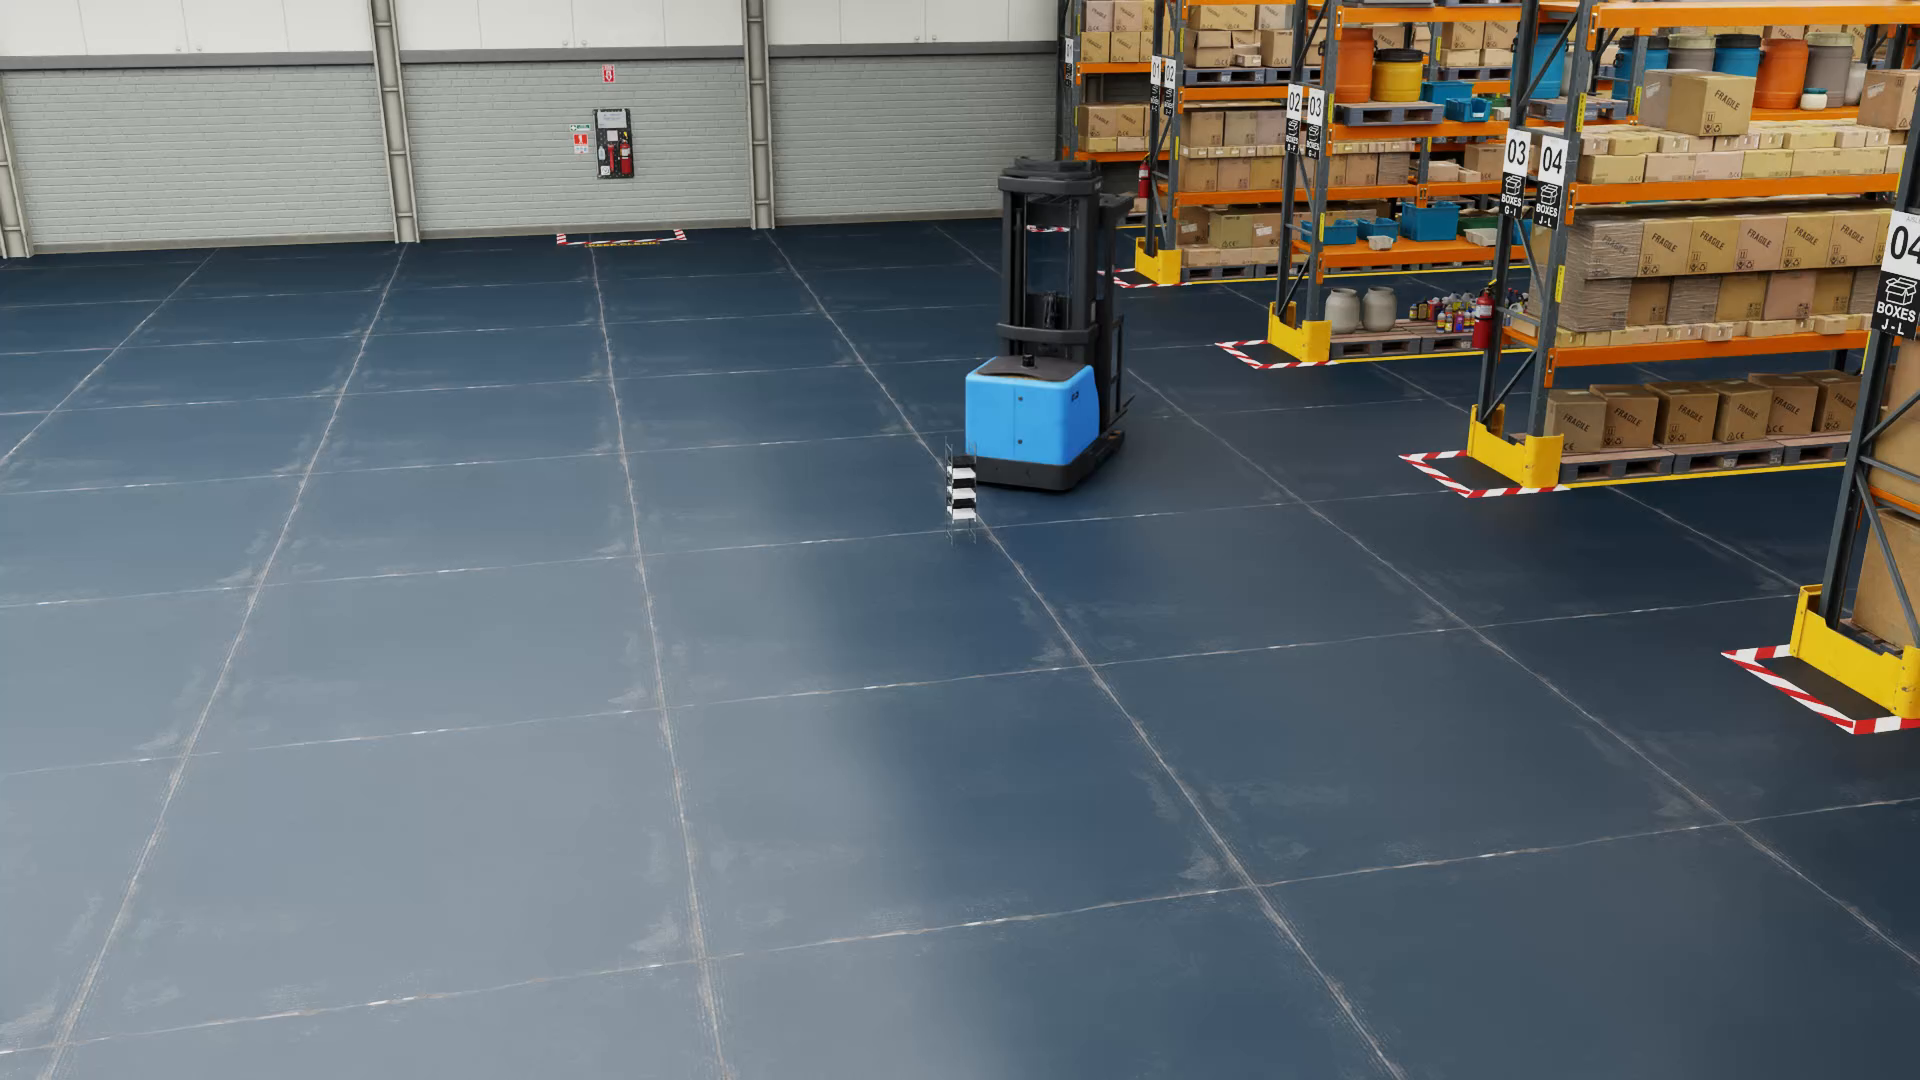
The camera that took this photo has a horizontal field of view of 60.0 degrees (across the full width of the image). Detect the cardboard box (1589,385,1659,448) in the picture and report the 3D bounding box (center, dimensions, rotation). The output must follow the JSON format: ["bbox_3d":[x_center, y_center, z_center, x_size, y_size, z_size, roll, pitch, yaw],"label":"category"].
[{"bbox_3d":[6.475,-1.216,16.298,0.500,0.500,0.500,1,20,2],"label":"cardboard box"}]

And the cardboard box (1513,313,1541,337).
[{"bbox_3d":[5.519,-2.064,15.953,0.250,0.149,0.380,-5,21,-12],"label":"cardboard box"}]

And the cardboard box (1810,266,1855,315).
[{"bbox_3d":[8.235,-2.551,16.339,0.500,0.500,0.875,-5,21,-12],"label":"cardboard box"}]

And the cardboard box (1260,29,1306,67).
[{"bbox_3d":[4.692,-7.165,24.192,0.500,0.500,0.500,-5,21,-12],"label":"cardboard box"}]

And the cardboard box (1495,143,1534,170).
[{"bbox_3d":[8.657,-5.907,25.933,0.500,0.500,0.500,-5,21,-12],"label":"cardboard box"}]

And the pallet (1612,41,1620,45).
[{"bbox_3d":[12.667,-9.244,31.105,1.217,0.209,0.805,-5,21,-15],"label":"pallet"}]

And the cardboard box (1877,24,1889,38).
[{"bbox_3d":[15.156,-8.332,26.741,0.500,0.500,0.700,-5,21,-12],"label":"cardboard box"}]

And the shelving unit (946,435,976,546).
[{"bbox_3d":[0.008,-0.423,14.162,0.210,0.900,0.258,-5,21,-12],"label":"shelving unit"}]

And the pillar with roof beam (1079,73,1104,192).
[{"bbox_3d":[3.343,-8.785,25.215,0.400,9.000,9.100,-5,21,-12],"label":"pillar with roof beam"}]

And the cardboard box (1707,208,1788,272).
[{"bbox_3d":[7.347,-2.818,15.614,0.500,0.500,0.500,-5,21,-12],"label":"cardboard box"}]

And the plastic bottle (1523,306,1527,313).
[{"bbox_3d":[7.146,-2.806,20.924,0.133,0.283,0.061,-3,20,-9],"label":"plastic bottle"}]

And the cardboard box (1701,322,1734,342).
[{"bbox_3d":[7.104,-2.001,15.782,0.250,0.149,0.380,-5,21,-12],"label":"cardboard box"}]

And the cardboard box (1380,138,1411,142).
[{"bbox_3d":[6.476,-6.342,25.235,0.500,0.500,0.700,-5,21,-12],"label":"cardboard box"}]

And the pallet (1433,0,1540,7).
[{"bbox_3d":[6.057,-6.433,19.649,1.213,0.211,1.003,-5,21,-12],"label":"pallet"}]

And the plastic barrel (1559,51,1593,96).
[{"bbox_3d":[7.578,-5.755,20.529,0.421,0.512,0.421,0,20,0],"label":"plastic barrel"}]

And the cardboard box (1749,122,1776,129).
[{"bbox_3d":[7.534,-3.894,15.861,0.250,0.149,0.380,-5,21,-14],"label":"cardboard box"}]

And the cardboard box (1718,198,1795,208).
[{"bbox_3d":[7.713,-3.033,16.202,0.500,0.500,0.500,-5,21,-12],"label":"cardboard box"}]

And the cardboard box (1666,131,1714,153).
[{"bbox_3d":[6.621,-3.625,15.126,0.250,0.149,0.380,-5,21,-13],"label":"cardboard box"}]

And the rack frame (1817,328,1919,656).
[{"bbox_3d":[6.332,-0.422,11.106,0.127,3.000,1.000,-5,21,-12],"label":"rack frame"}]

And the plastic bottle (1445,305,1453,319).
[{"bbox_3d":[6.269,-2.914,21.338,0.097,0.201,0.097,0,20,0],"label":"plastic bottle"}]

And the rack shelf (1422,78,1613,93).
[{"bbox_3d":[8.852,-6.952,25.617,4.000,0.370,1.077,-5,21,-12],"label":"rack shelf"}]

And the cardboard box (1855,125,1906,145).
[{"bbox_3d":[8.651,-3.819,15.657,0.250,0.149,0.380,-4,21,-12],"label":"cardboard box"}]

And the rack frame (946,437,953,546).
[{"bbox_3d":[-0.091,-0.415,14.140,0.006,0.900,0.240,-5,21,-12],"label":"rack frame"}]

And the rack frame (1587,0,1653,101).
[{"bbox_3d":[8.042,-6.882,20.018,0.127,3.000,1.000,-5,21,-12],"label":"rack frame"}]

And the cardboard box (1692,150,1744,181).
[{"bbox_3d":[6.801,-3.461,15.258,0.500,0.250,0.500,-5,21,-13],"label":"cardboard box"}]

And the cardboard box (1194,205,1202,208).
[{"bbox_3d":[4.201,-6.129,30.190,0.250,0.149,0.380,-6,21,-17],"label":"cardboard box"}]

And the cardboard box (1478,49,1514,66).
[{"bbox_3d":[8.042,-7.348,25.260,0.500,0.250,0.500,-7,21,-18],"label":"cardboard box"}]

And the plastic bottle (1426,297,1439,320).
[{"bbox_3d":[6.087,-2.979,21.405,0.135,0.276,0.152,-4,21,-12],"label":"plastic bottle"}]

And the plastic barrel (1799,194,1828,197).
[{"bbox_3d":[10.983,-4.281,21.478,0.421,0.512,0.421,0,20,0],"label":"plastic barrel"}]

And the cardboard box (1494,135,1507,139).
[{"bbox_3d":[10.029,-7.538,30.866,0.250,0.149,0.380,-5,21,-13],"label":"cardboard box"}]

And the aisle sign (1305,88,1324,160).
[{"bbox_3d":[4.147,-4.865,19.455,0.004,0.787,0.394,-5,21,-12],"label":"aisle sign"}]

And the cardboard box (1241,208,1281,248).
[{"bbox_3d":[4.556,-4.717,25.127,0.500,0.500,0.500,-5,21,-12],"label":"cardboard box"}]

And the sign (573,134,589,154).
[{"bbox_3d":[-6.463,-6.759,28.353,0.234,0.329,0.001,-5,21,-12],"label":"sign"}]

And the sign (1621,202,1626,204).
[{"bbox_3d":[8.158,-4.010,20.497,0.005,0.325,0.100,-5,21,-12],"label":"sign"}]

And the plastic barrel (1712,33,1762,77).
[{"bbox_3d":[9.760,-5.925,21.039,0.708,0.901,0.600,-5,21,-12],"label":"plastic barrel"}]

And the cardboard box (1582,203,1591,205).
[{"bbox_3d":[10.221,-5.266,26.901,0.500,0.311,0.500,-4,20,-11],"label":"cardboard box"}]

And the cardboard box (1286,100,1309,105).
[{"bbox_3d":[6.266,-7.663,30.089,0.500,0.500,0.700,-5,21,-12],"label":"cardboard box"}]

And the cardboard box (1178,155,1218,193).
[{"bbox_3d":[3.471,-5.486,24.785,0.500,0.500,0.700,-5,21,-12],"label":"cardboard box"}]

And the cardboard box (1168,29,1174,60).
[{"bbox_3d":[3.804,-8.594,28.880,0.500,0.500,0.500,-3,20,-9],"label":"cardboard box"}]

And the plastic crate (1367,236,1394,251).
[{"bbox_3d":[5.094,-3.587,20.130,0.250,0.136,0.298,-5,21,-12],"label":"plastic crate"}]

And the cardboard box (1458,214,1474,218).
[{"bbox_3d":[7.854,-4.880,25.846,0.500,0.311,0.500,-5,21,-13],"label":"cardboard box"}]

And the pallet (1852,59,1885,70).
[{"bbox_3d":[14.041,-7.648,26.745,1.003,0.211,1.213,-5,21,-12],"label":"pallet"}]

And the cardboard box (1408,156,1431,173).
[{"bbox_3d":[8.397,-6.984,30.923,0.500,0.250,0.500,-4,21,-11],"label":"cardboard box"}]

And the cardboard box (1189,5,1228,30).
[{"bbox_3d":[4.301,-9.093,28.788,0.500,0.500,0.500,-5,21,-14],"label":"cardboard box"}]

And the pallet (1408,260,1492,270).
[{"bbox_3d":[7.614,-4.485,26.252,1.213,0.211,1.003,-5,21,-12],"label":"pallet"}]

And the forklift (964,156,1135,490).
[{"bbox_3d":[1.038,-2.307,16.350,1.130,2.935,3.031,8,21,20],"label":"forklift"}]

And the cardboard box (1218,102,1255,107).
[{"bbox_3d":[4.889,-7.490,29.498,0.500,0.500,0.500,-5,21,-13],"label":"cardboard box"}]

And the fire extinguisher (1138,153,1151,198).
[{"bbox_3d":[2.791,-5.516,25.125,0.183,0.674,0.296,-5,21,-12],"label":"fire extinguisher"}]

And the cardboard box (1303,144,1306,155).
[{"bbox_3d":[5.197,-5.859,24.861,0.250,0.149,0.380,-4,20,-11],"label":"cardboard box"}]

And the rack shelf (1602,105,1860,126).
[{"bbox_3d":[9.988,-5.294,21.090,4.000,0.370,1.077,-5,21,-12],"label":"rack shelf"}]

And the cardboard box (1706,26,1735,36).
[{"bbox_3d":[11.721,-8.037,25.935,0.500,0.500,0.500,-5,21,-12],"label":"cardboard box"}]

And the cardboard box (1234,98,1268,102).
[{"bbox_3d":[5.257,-7.705,30.086,0.500,0.500,0.500,-5,21,-14],"label":"cardboard box"}]

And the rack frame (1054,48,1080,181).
[{"bbox_3d":[1.870,-7.064,29.239,0.127,3.000,1.000,-5,21,-12],"label":"rack frame"}]

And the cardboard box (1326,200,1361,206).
[{"bbox_3d":[5.898,-5.007,25.920,0.500,0.500,0.500,-5,21,-12],"label":"cardboard box"}]
